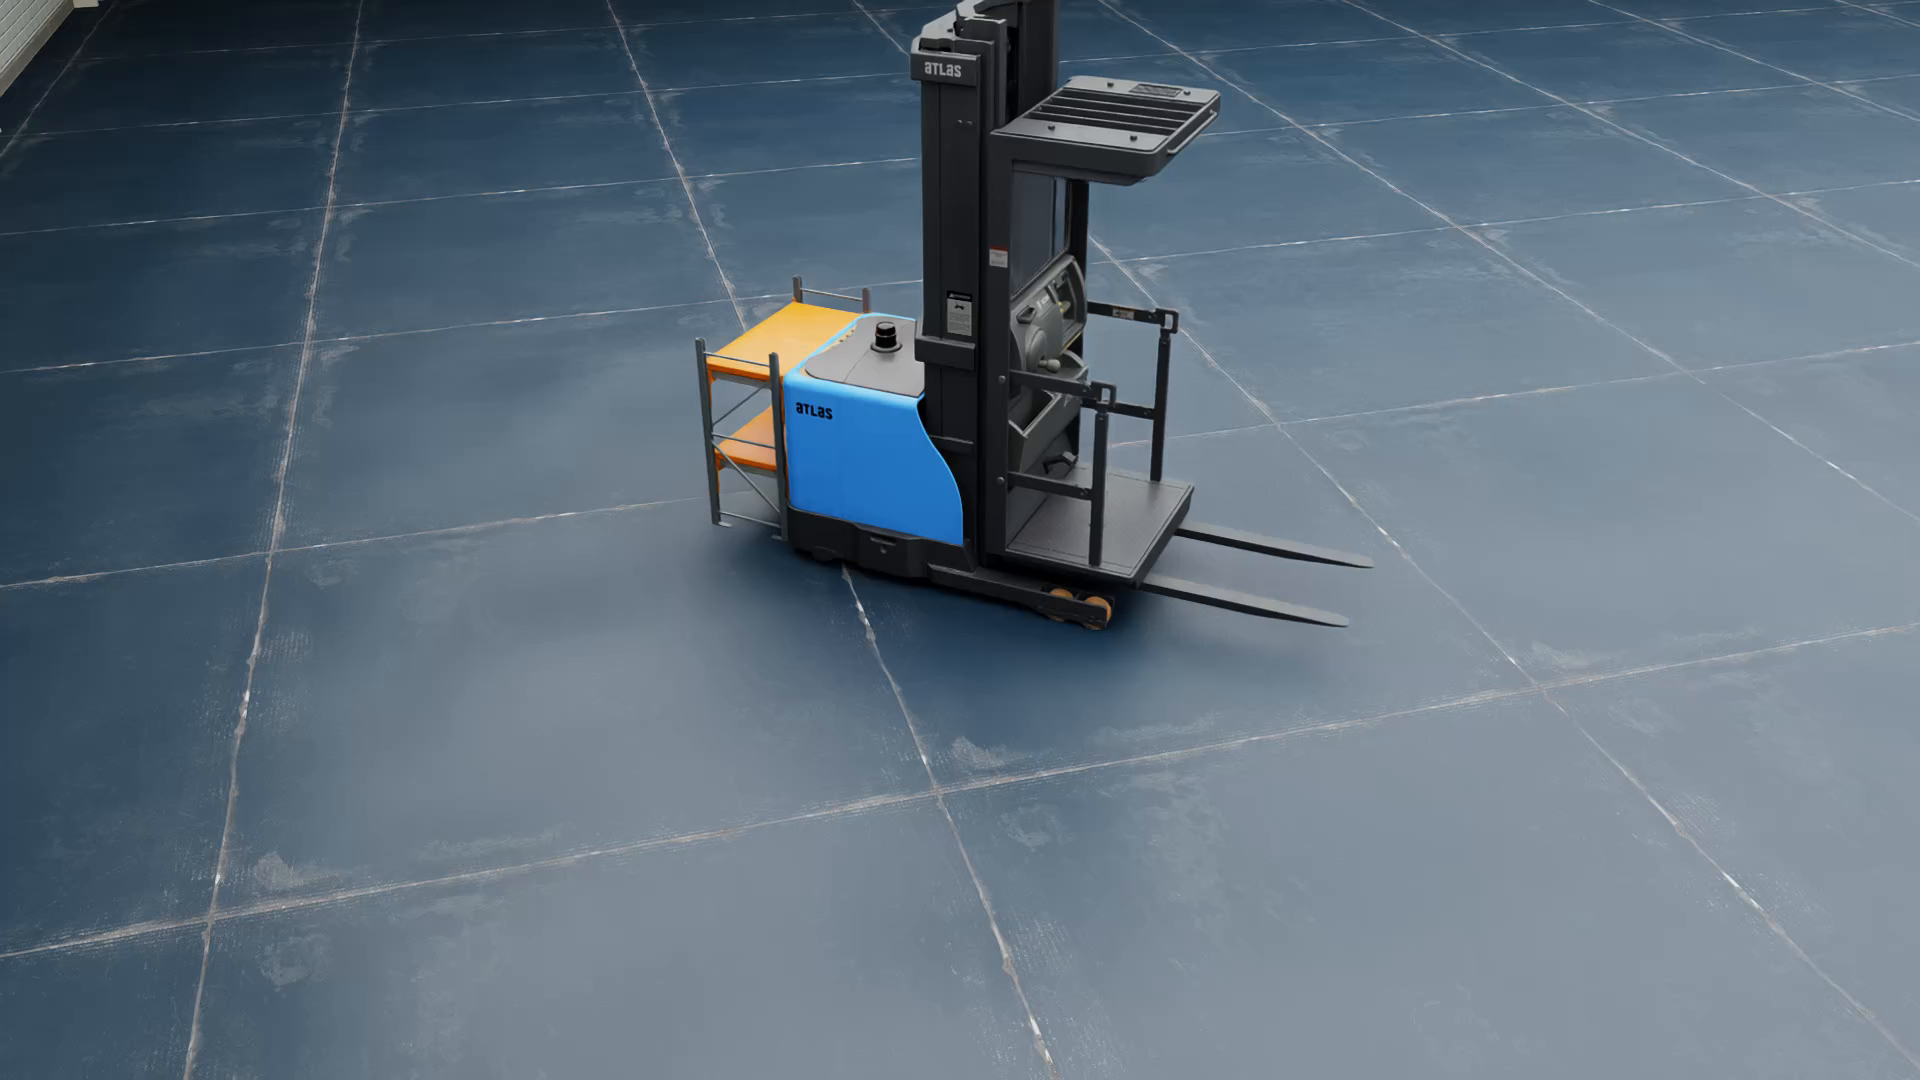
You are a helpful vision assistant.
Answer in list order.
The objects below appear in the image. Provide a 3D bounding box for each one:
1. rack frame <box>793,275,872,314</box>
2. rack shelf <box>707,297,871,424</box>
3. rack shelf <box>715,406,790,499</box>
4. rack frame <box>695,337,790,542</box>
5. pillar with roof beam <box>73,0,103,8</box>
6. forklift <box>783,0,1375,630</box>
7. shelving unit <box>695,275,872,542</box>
[{"bbox_3d":[-0.734,-0.994,9.840,0.500,1.125,0.032,13,33,22],"label":"rack frame"},{"bbox_3d":[-0.957,-1.019,9.298,0.538,0.278,1.000,13,33,22],"label":"rack shelf"},{"bbox_3d":[-0.953,-0.553,9.565,0.538,0.278,1.000,13,33,22],"label":"rack shelf"},{"bbox_3d":[-1.175,-0.535,9.047,0.500,1.125,0.032,13,33,22],"label":"rack frame"},{"bbox_3d":[-6.811,-11.205,19.626,9.100,9.000,0.400,-8,31,-13],"label":"pillar with roof beam"},{"bbox_3d":[0.631,-1.114,8.249,3.031,2.935,1.130,12,32,20],"label":"forklift"},{"bbox_3d":[-0.955,-0.765,9.443,0.538,1.125,1.048,13,33,22],"label":"shelving unit"}]
